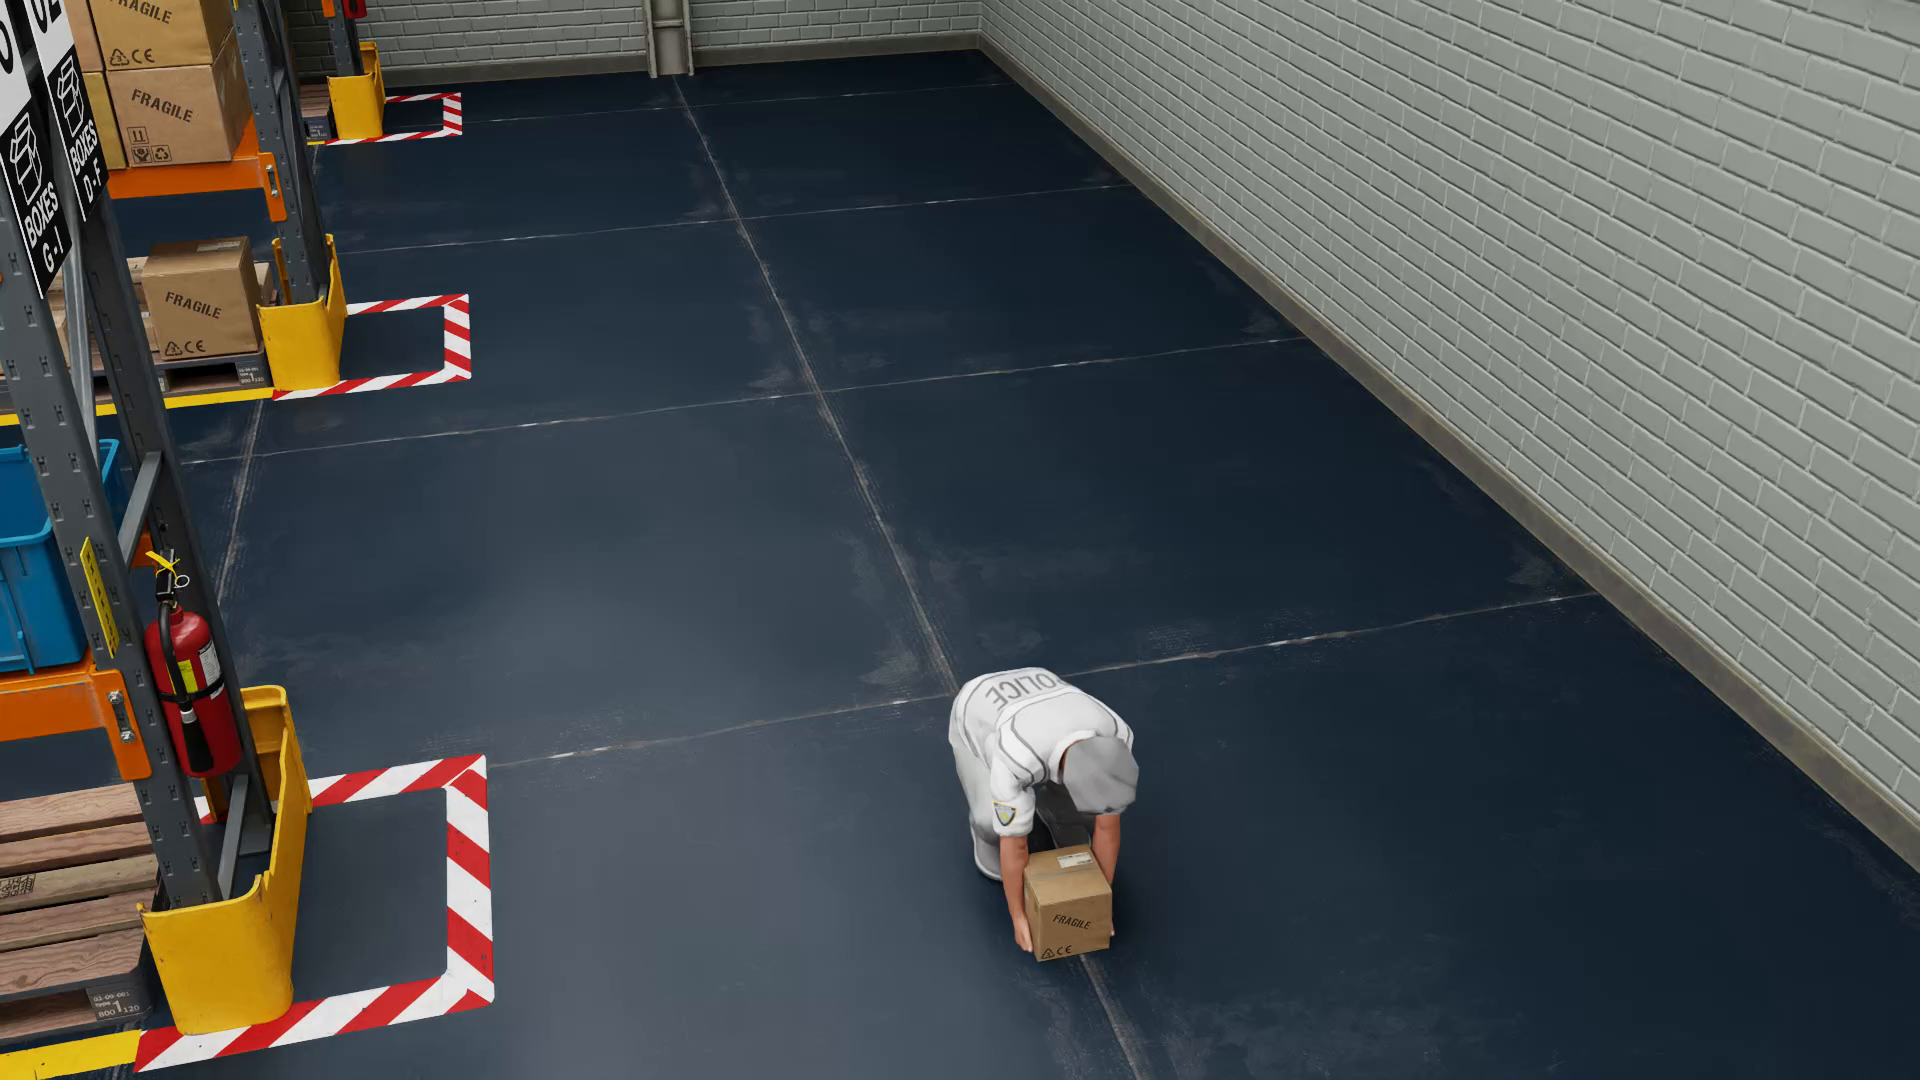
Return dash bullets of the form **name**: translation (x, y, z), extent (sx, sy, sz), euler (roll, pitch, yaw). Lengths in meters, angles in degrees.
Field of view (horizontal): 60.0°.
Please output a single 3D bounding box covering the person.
- **person**: translation (0.287, 0.850, 5.667), extent (0.536, 0.903, 0.990), euler (-8, 31, -14)
